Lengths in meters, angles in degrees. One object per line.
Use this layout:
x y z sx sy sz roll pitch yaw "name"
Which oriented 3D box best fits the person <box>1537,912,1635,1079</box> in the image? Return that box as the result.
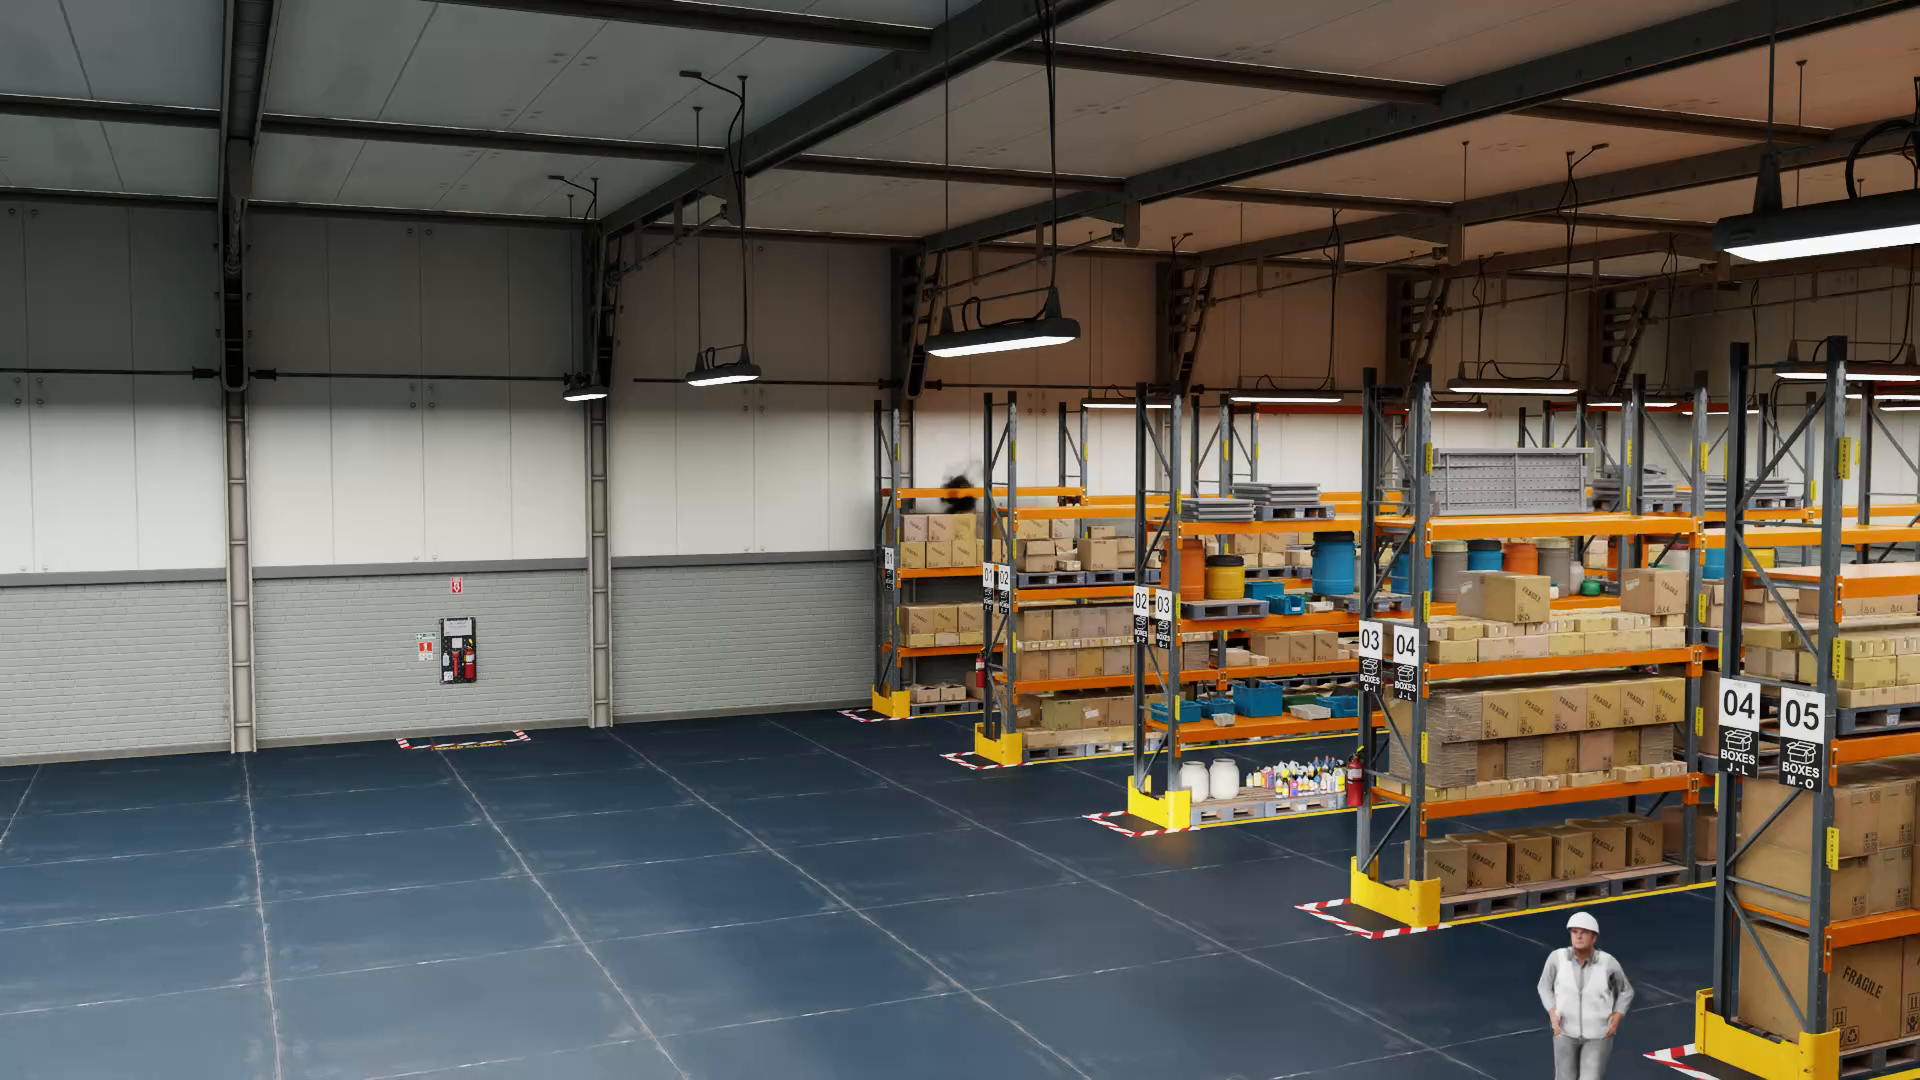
4.591 3.591 12.222 0.667 1.761 0.735 2 4 24 "person"
